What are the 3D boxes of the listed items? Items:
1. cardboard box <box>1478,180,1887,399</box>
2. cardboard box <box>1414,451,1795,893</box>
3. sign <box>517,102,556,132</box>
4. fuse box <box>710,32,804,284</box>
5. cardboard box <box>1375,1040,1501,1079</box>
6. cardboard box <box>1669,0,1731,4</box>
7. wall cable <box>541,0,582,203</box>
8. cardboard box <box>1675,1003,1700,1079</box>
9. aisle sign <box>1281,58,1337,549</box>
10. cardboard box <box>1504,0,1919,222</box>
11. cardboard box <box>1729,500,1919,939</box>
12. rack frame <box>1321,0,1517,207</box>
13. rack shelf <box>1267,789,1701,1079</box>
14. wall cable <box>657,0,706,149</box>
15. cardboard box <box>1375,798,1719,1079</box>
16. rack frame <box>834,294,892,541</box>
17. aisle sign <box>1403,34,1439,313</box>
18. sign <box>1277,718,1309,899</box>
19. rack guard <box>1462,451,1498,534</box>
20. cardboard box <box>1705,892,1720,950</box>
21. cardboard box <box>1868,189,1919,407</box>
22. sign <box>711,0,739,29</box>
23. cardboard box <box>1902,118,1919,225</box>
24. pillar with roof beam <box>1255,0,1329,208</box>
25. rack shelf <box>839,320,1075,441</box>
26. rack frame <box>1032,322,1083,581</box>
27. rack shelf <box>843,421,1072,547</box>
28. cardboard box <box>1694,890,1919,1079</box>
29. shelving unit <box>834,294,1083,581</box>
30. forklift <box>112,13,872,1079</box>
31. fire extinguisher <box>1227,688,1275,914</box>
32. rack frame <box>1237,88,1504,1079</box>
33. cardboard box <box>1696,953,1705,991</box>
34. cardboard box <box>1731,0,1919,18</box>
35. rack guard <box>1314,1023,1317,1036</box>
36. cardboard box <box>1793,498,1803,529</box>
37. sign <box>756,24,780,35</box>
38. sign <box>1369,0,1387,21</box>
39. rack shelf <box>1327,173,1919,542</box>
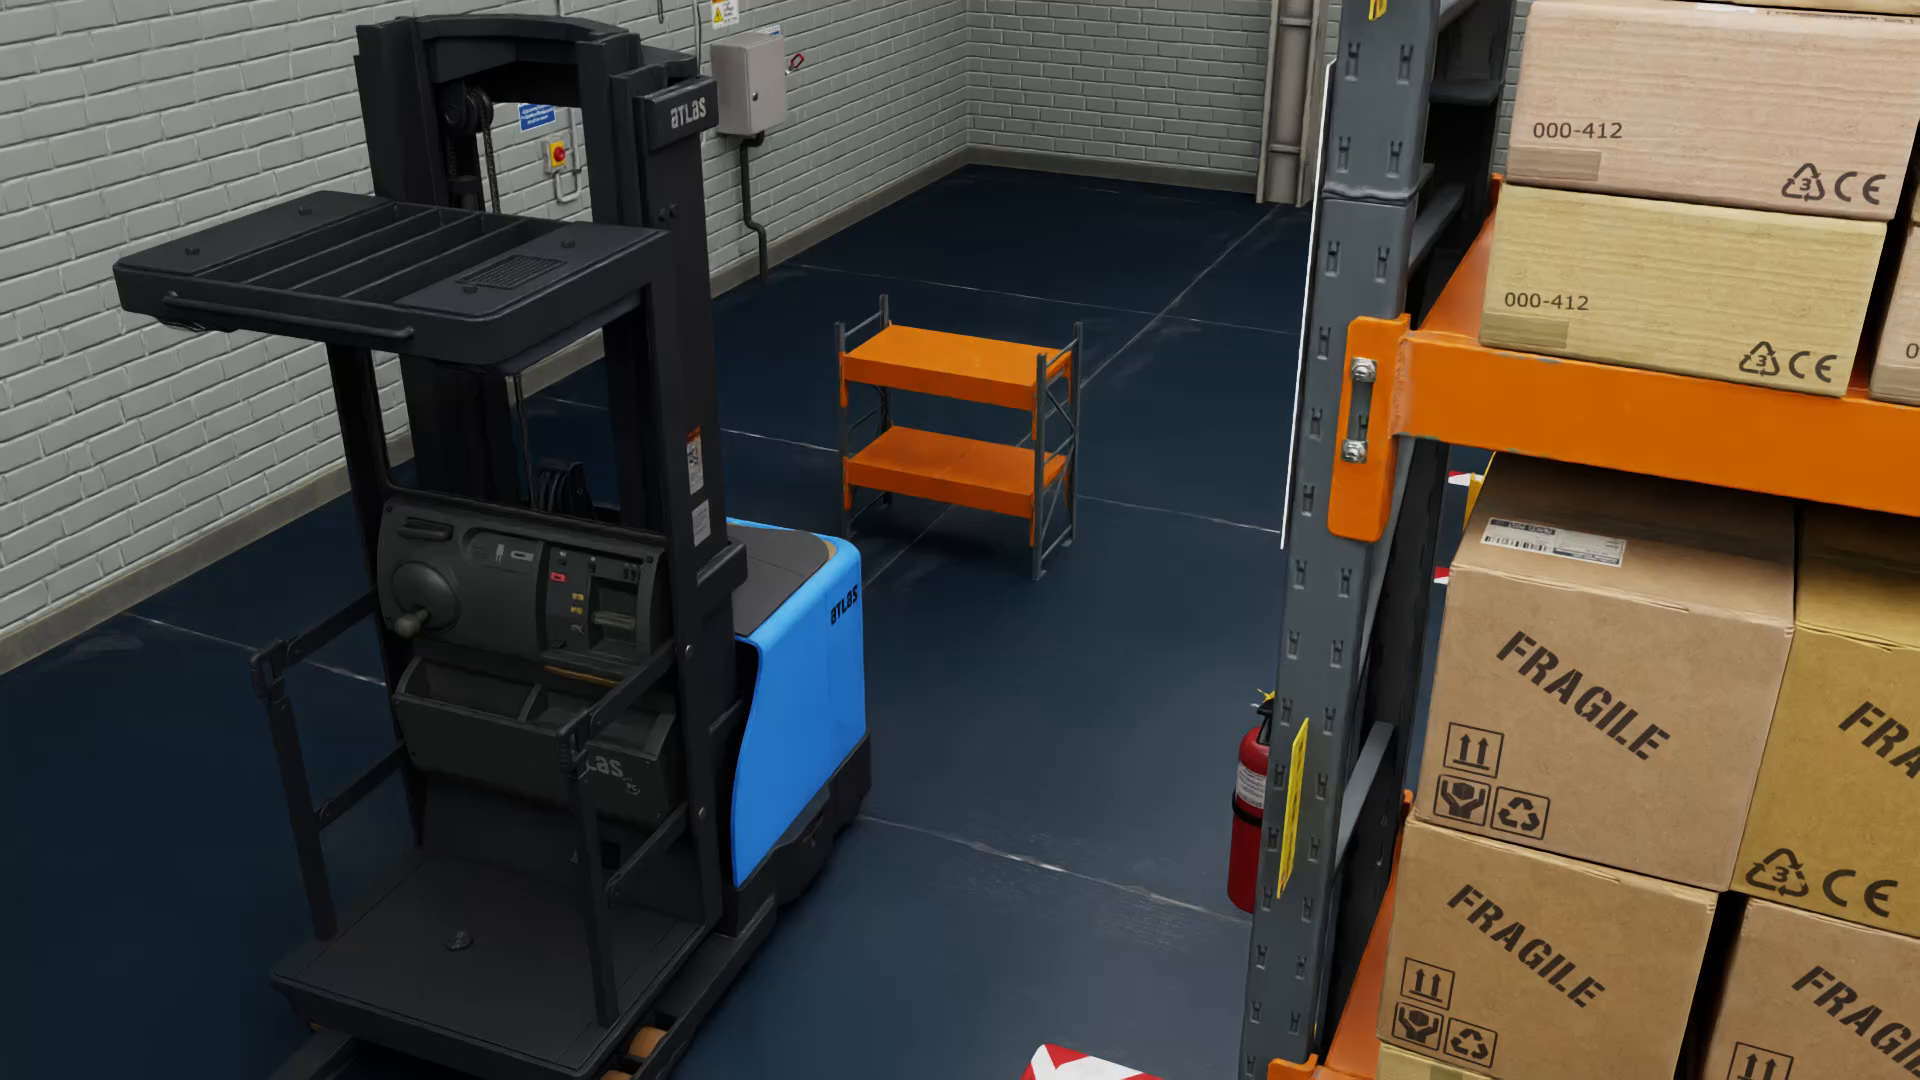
[{"bbox_3d":[1.112,-0.452,2.547,0.500,0.250,0.500,12,29,24],"label":"cardboard box"},{"bbox_3d":[1.108,0.203,2.860,0.500,0.500,0.500,11,28,21],"label":"cardboard box"},{"bbox_3d":[-2.453,-2.502,9.630,0.001,0.218,0.327,11,28,22],"label":"sign"},{"bbox_3d":[-1.375,-2.629,11.653,0.414,1.711,0.539,11,28,22],"label":"fuse box"},{"bbox_3d":[0.968,0.945,3.219,0.250,0.149,0.380,11,28,21],"label":"cardboard box"},{"bbox_3d":[1.009,-0.890,2.417,0.250,0.149,0.380,11,28,21],"label":"cardboard box"},{"bbox_3d":[-2.377,-2.859,9.475,0.123,1.953,0.585,11,28,22],"label":"wall cable"},{"bbox_3d":[1.439,1.046,3.015,0.250,0.149,0.380,11,28,20],"label":"cardboard box"},{"bbox_3d":[0.618,-0.418,2.760,0.004,0.787,0.394,11,28,22],"label":"aisle sign"},{"bbox_3d":[1.110,-0.675,2.433,0.500,0.250,0.500,12,29,23],"label":"cardboard box"},{"bbox_3d":[1.569,0.293,2.677,0.500,0.500,0.500,12,29,23],"label":"cardboard box"},{"bbox_3d":[0.809,-2.050,2.227,0.127,3.000,1.000,11,28,22],"label":"rack frame"},{"bbox_3d":[2.629,1.330,2.968,4.000,0.370,1.077,11,28,22],"label":"rack shelf"},{"bbox_3d":[-1.800,-3.417,10.645,0.122,1.984,0.588,11,28,22],"label":"wall cable"},{"bbox_3d":[1.103,0.656,3.072,0.500,0.500,0.500,13,29,24],"label":"cardboard box"},{"bbox_3d":[-0.469,-0.599,8.193,0.032,1.125,0.500,11,28,22],"label":"rack frame"},{"bbox_3d":[0.866,-0.659,3.250,0.004,0.787,0.394,11,28,22],"label":"aisle sign"},{"bbox_3d":[0.584,0.471,2.917,0.005,0.325,0.100,11,28,22],"label":"sign"},{"bbox_3d":[2.744,-0.251,8.193,0.348,0.500,1.175,11,28,22],"label":"rack guard"},{"bbox_3d":[1.791,0.538,3.312,0.500,0.500,0.500,11,28,21],"label":"cardboard box"},{"bbox_3d":[1.589,-0.354,2.348,0.500,0.250,0.500,12,29,23],"label":"cardboard box"},{"bbox_3d":[-1.586,-3.593,11.218,0.001,0.242,0.339,11,28,22],"label":"sign"},{"bbox_3d":[1.576,-0.582,2.244,0.500,0.250,0.500,11,28,21],"label":"cardboard box"},{"bbox_3d":[0.954,-5.180,8.583,0.400,9.000,9.100,11,28,22],"label":"pillar with roof beam"},{"bbox_3d":[-0.006,-0.768,7.875,1.000,0.278,0.538,11,28,22],"label":"rack shelf"},{"bbox_3d":[0.457,-0.413,7.815,0.032,1.125,0.500,11,28,22],"label":"rack frame"},{"bbox_3d":[-0.006,-0.287,8.112,1.000,0.278,0.538,11,28,22],"label":"rack shelf"},{"bbox_3d":[1.601,0.744,2.894,0.500,0.500,0.500,11,28,22],"label":"cardboard box"},{"bbox_3d":[-0.006,-0.506,8.004,1.048,1.125,0.538,11,28,22],"label":"shelving unit"},{"bbox_3d":[-1.350,0.174,4.579,1.130,2.935,3.031,10,28,19],"label":"forklift"},{"bbox_3d":[0.770,0.612,4.122,0.183,0.674,0.296,11,28,22],"label":"fire extinguisher"},{"bbox_3d":[0.809,0.641,3.552,0.127,3.000,1.000,11,28,22],"label":"rack frame"},{"bbox_3d":[1.668,0.800,3.513,0.250,0.149,0.380,11,28,21],"label":"cardboard box"},{"bbox_3d":[1.234,-0.836,2.308,0.250,0.149,0.380,13,29,24],"label":"cardboard box"},{"bbox_3d":[0.878,1.777,4.076,0.348,0.500,1.175,11,28,22],"label":"rack guard"},{"bbox_3d":[1.328,-0.002,3.276,0.500,0.500,0.500,11,28,21],"label":"cardboard box"},{"bbox_3d":[-1.359,-3.401,11.869,0.001,0.494,0.329,11,28,22],"label":"sign"},{"bbox_3d":[0.584,-0.878,2.253,0.005,0.325,0.100,11,28,22],"label":"sign"},{"bbox_3d":[2.629,-0.016,2.305,4.000,0.370,1.077,11,28,22],"label":"rack shelf"}]
